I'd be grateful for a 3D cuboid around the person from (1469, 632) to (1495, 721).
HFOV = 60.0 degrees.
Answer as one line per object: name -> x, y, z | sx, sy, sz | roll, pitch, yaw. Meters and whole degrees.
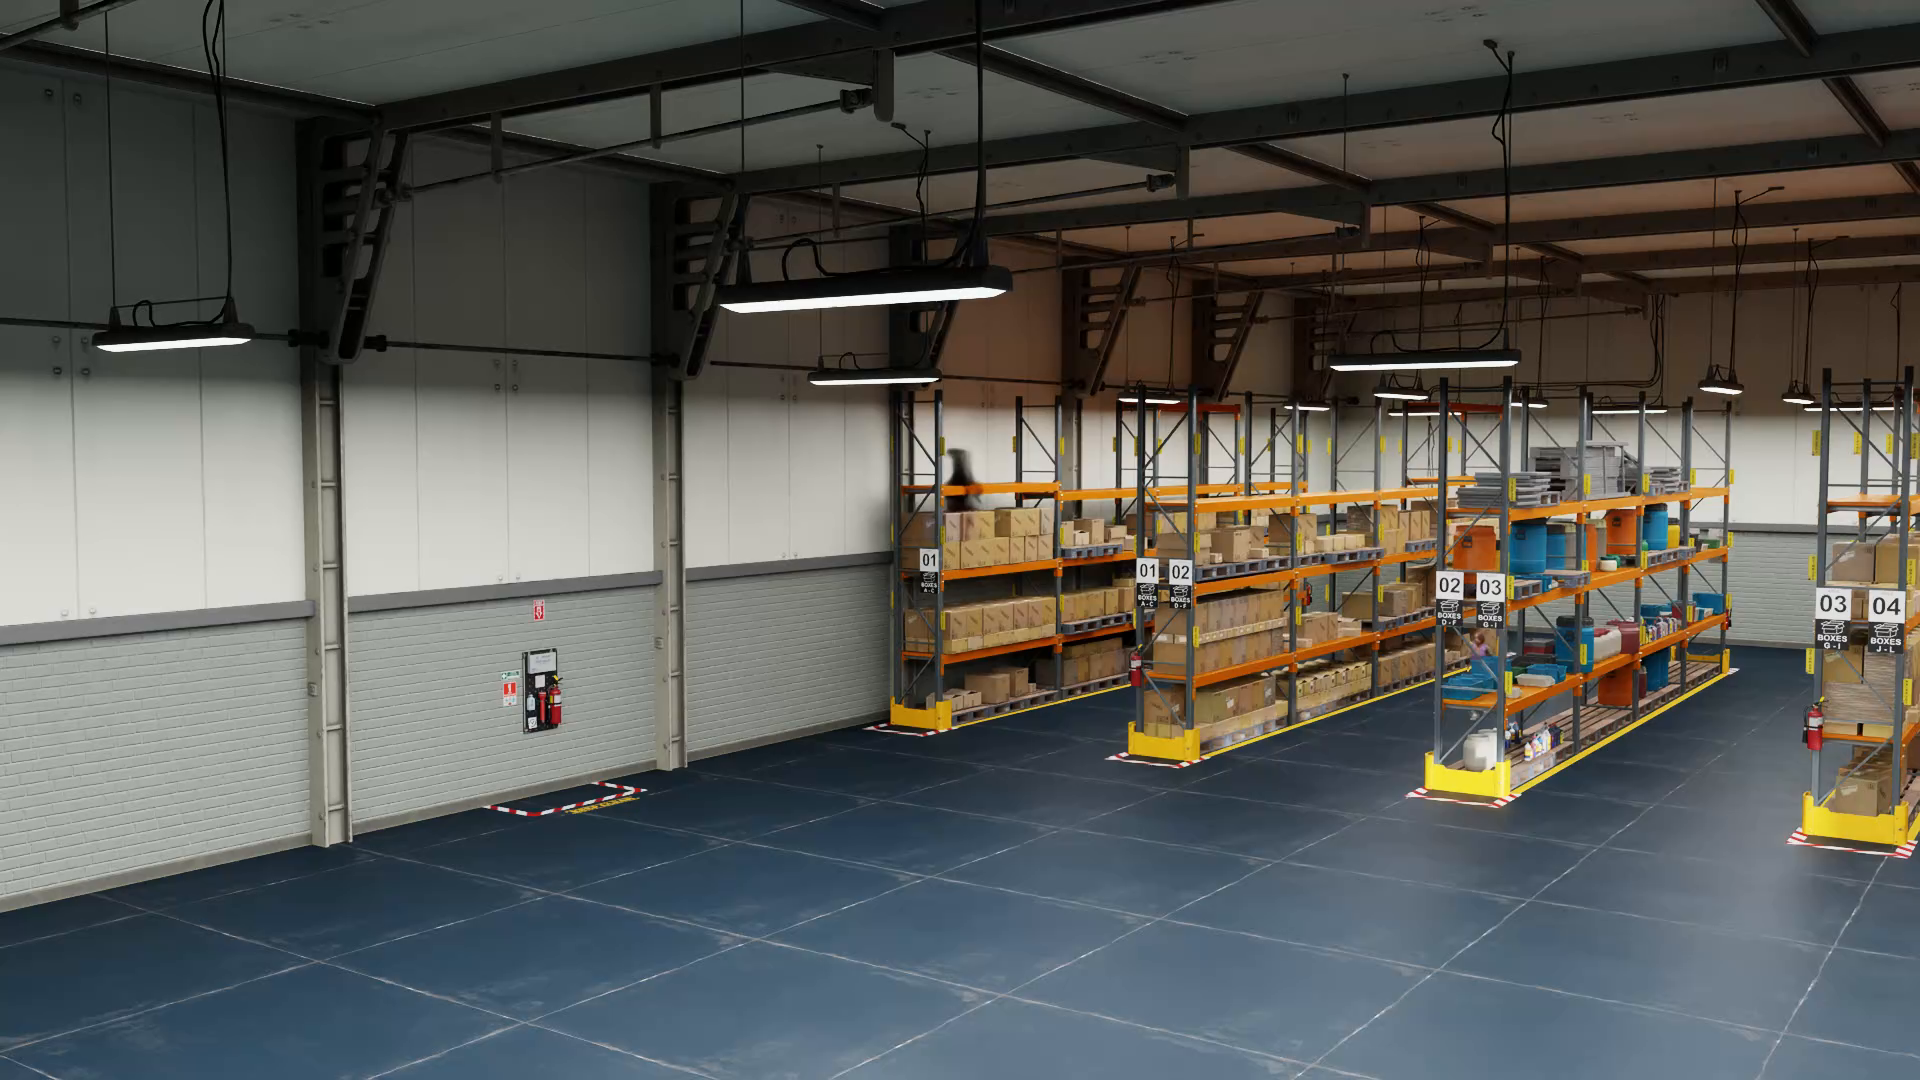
person -> 9.623, 2.488, 30.612 | 0.535, 1.606, 0.733 | 2, 4, 36
